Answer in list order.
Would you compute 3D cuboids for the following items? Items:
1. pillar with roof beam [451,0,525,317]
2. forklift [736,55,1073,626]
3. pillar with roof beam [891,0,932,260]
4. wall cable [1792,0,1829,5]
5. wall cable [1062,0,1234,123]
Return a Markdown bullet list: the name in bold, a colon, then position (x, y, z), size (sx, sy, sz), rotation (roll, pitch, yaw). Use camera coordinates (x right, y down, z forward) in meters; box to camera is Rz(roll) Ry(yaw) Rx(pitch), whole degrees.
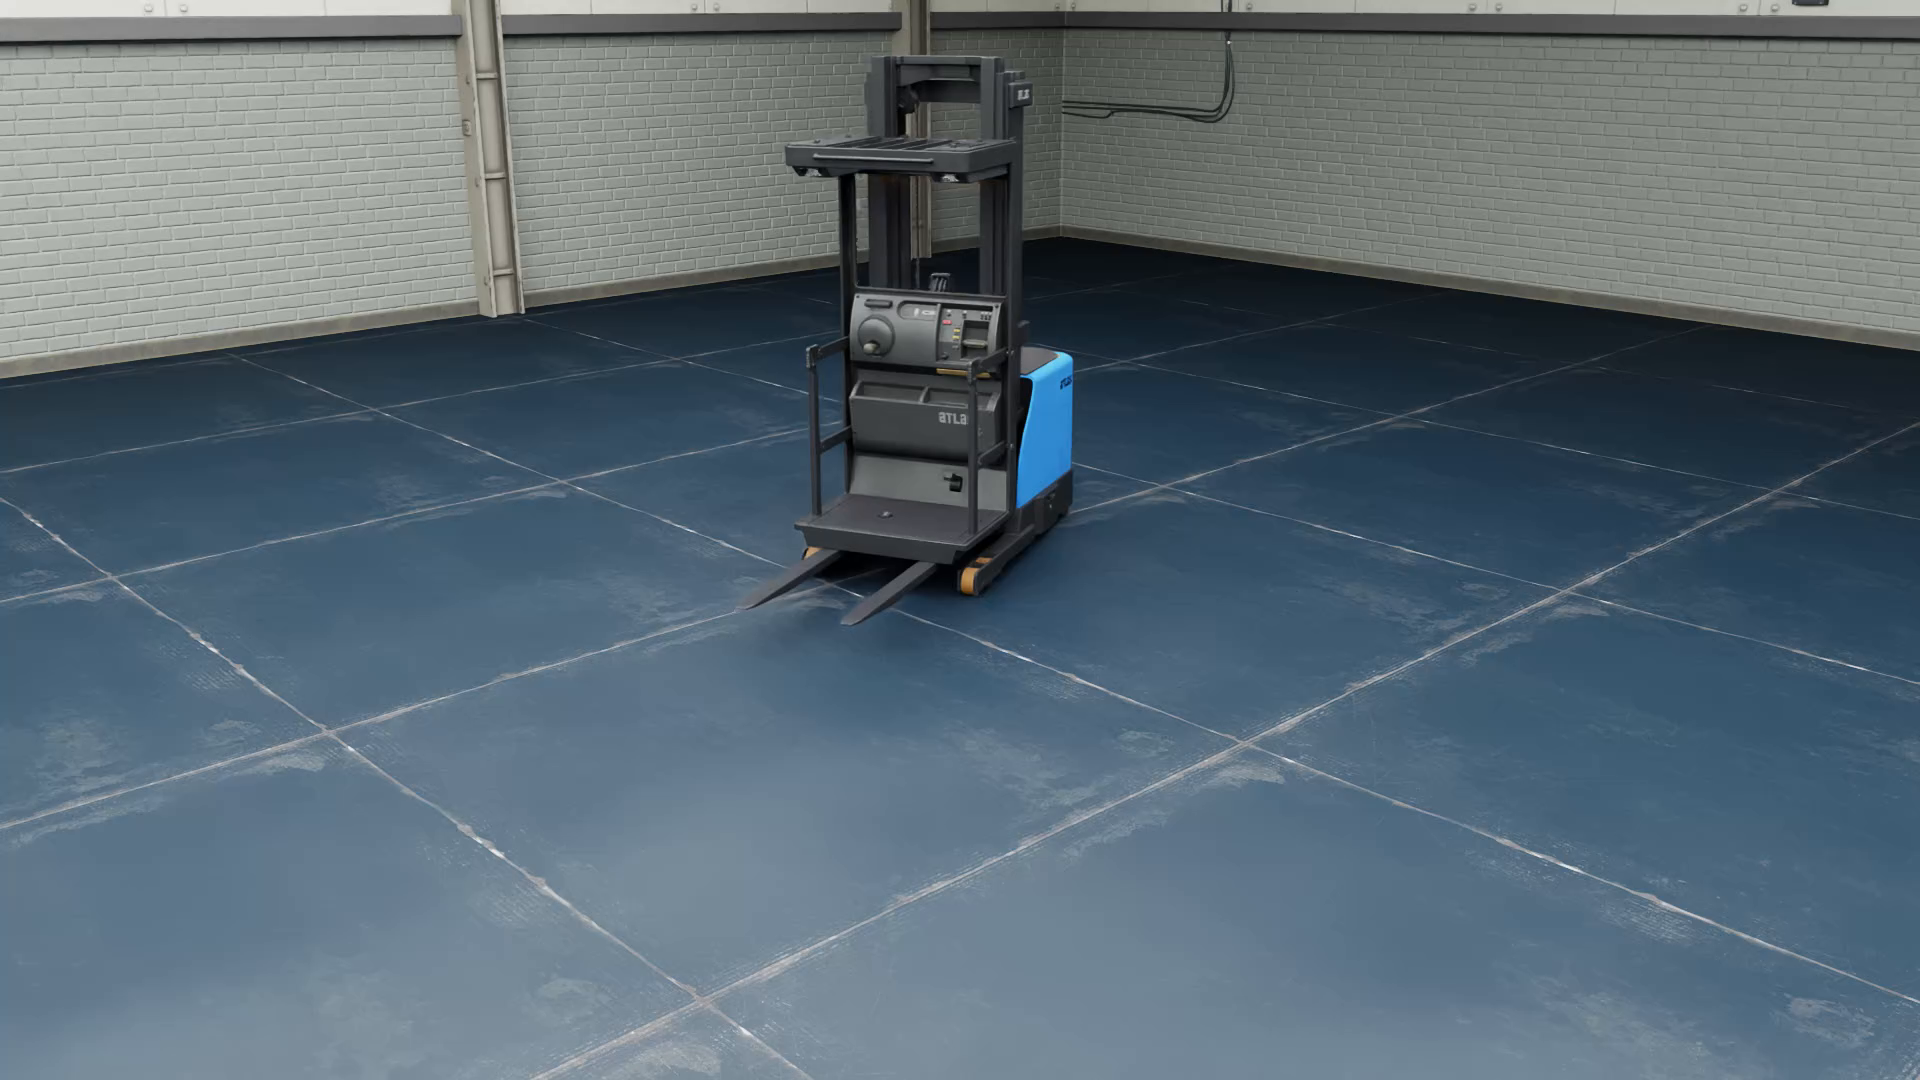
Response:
- **pillar with roof beam**: position (-2.024, -5.782, 13.727), size (0.400, 9.000, 9.100), rotation (-16, 24, -41)
- **forklift**: position (-0.285, -1.221, 9.500), size (1.130, 2.935, 3.031), rotation (7, 19, 21)
- **pillar with roof beam**: position (2.336, -7.053, 17.648), size (0.400, 9.000, 9.100), rotation (-16, 24, -41)
- **wall cable**: position (8.938, -7.833, 14.539), size (0.169, 6.003, 2.305), rotation (-16, 24, -41)
- **wall cable**: position (2.427, -6.869, 22.114), size (0.112, 2.526, 3.097), rotation (-16, 24, -41)
